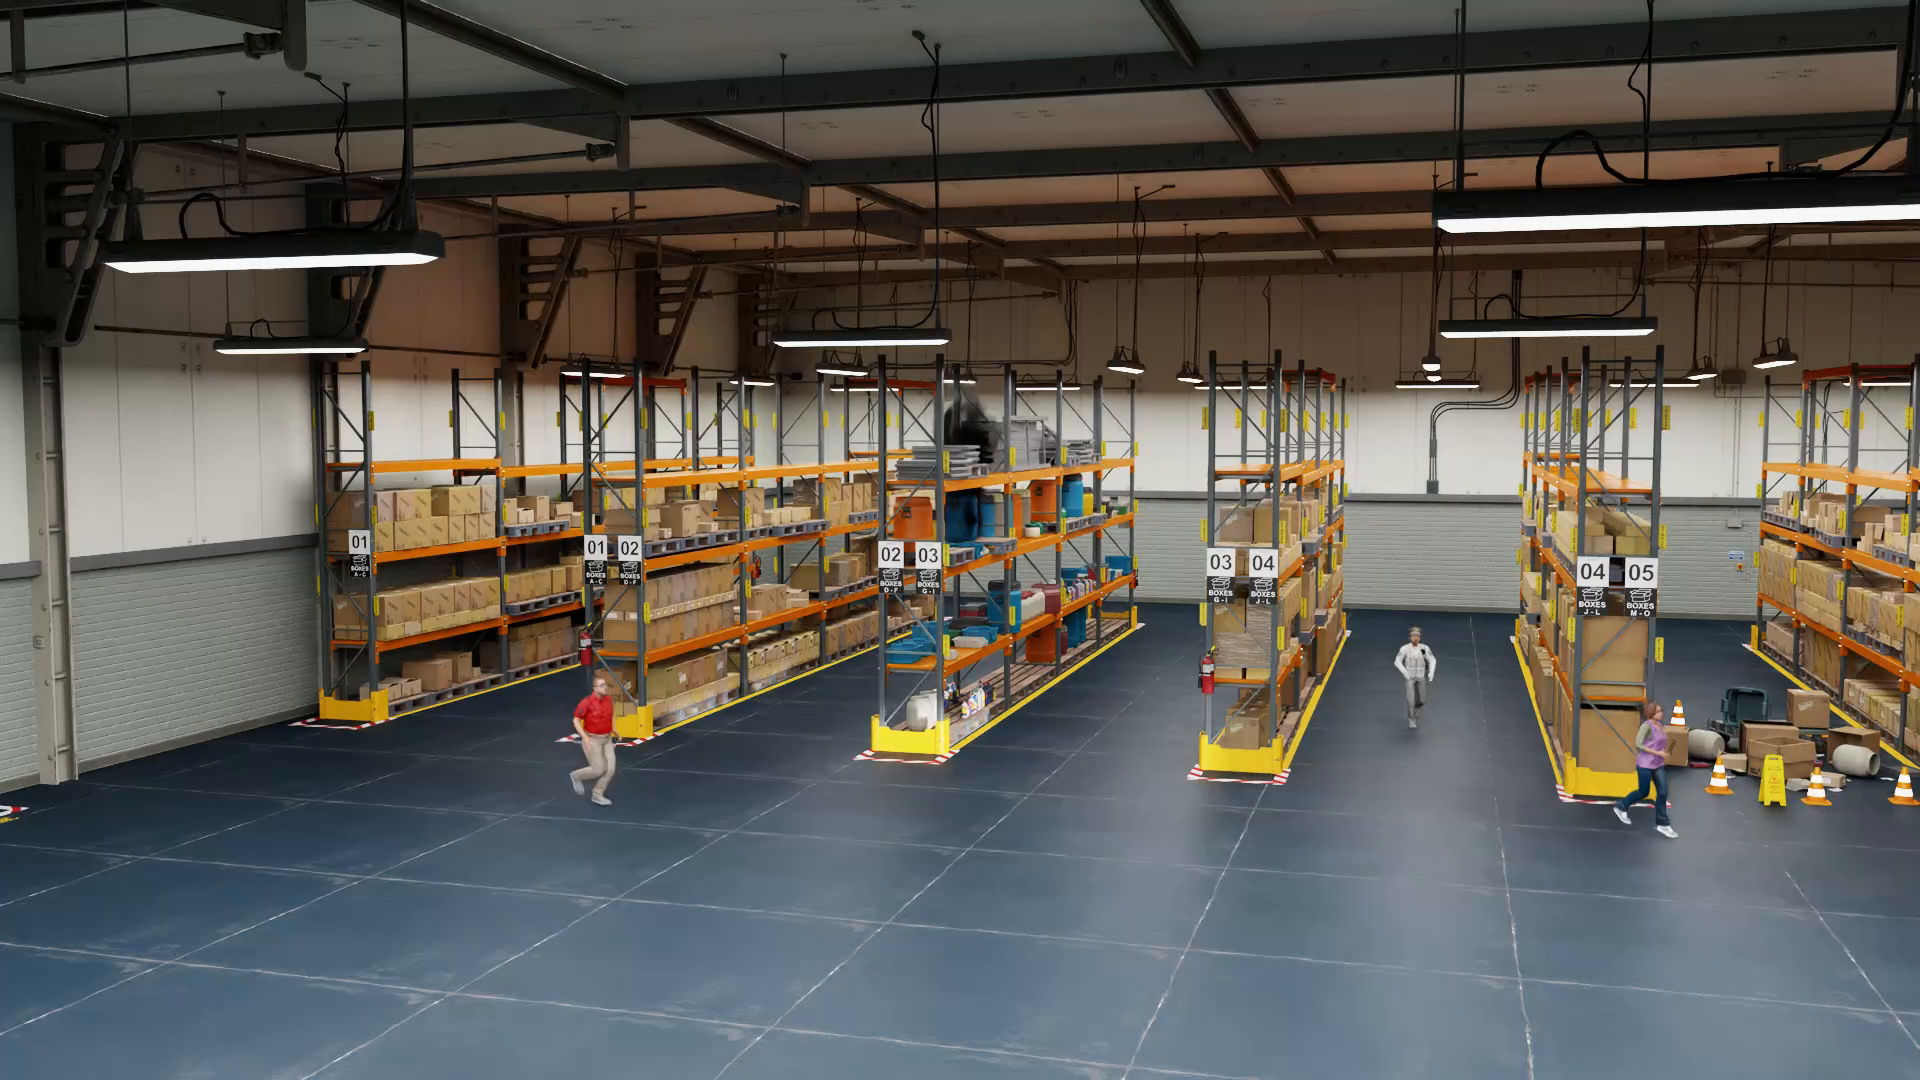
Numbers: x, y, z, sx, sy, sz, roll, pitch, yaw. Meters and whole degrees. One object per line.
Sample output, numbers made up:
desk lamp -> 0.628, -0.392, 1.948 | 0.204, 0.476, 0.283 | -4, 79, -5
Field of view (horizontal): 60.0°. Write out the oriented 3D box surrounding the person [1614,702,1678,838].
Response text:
person -> 8.356, 2.760, 20.224 | 0.538, 1.606, 0.821 | -3, 5, -33

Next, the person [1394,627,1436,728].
person -> 7.430, 2.240, 27.146 | 0.668, 1.631, 0.580 | 0, 4, 6

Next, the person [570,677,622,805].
person -> -4.768, 2.621, 21.750 | 0.631, 1.677, 0.652 | 3, 5, 36
